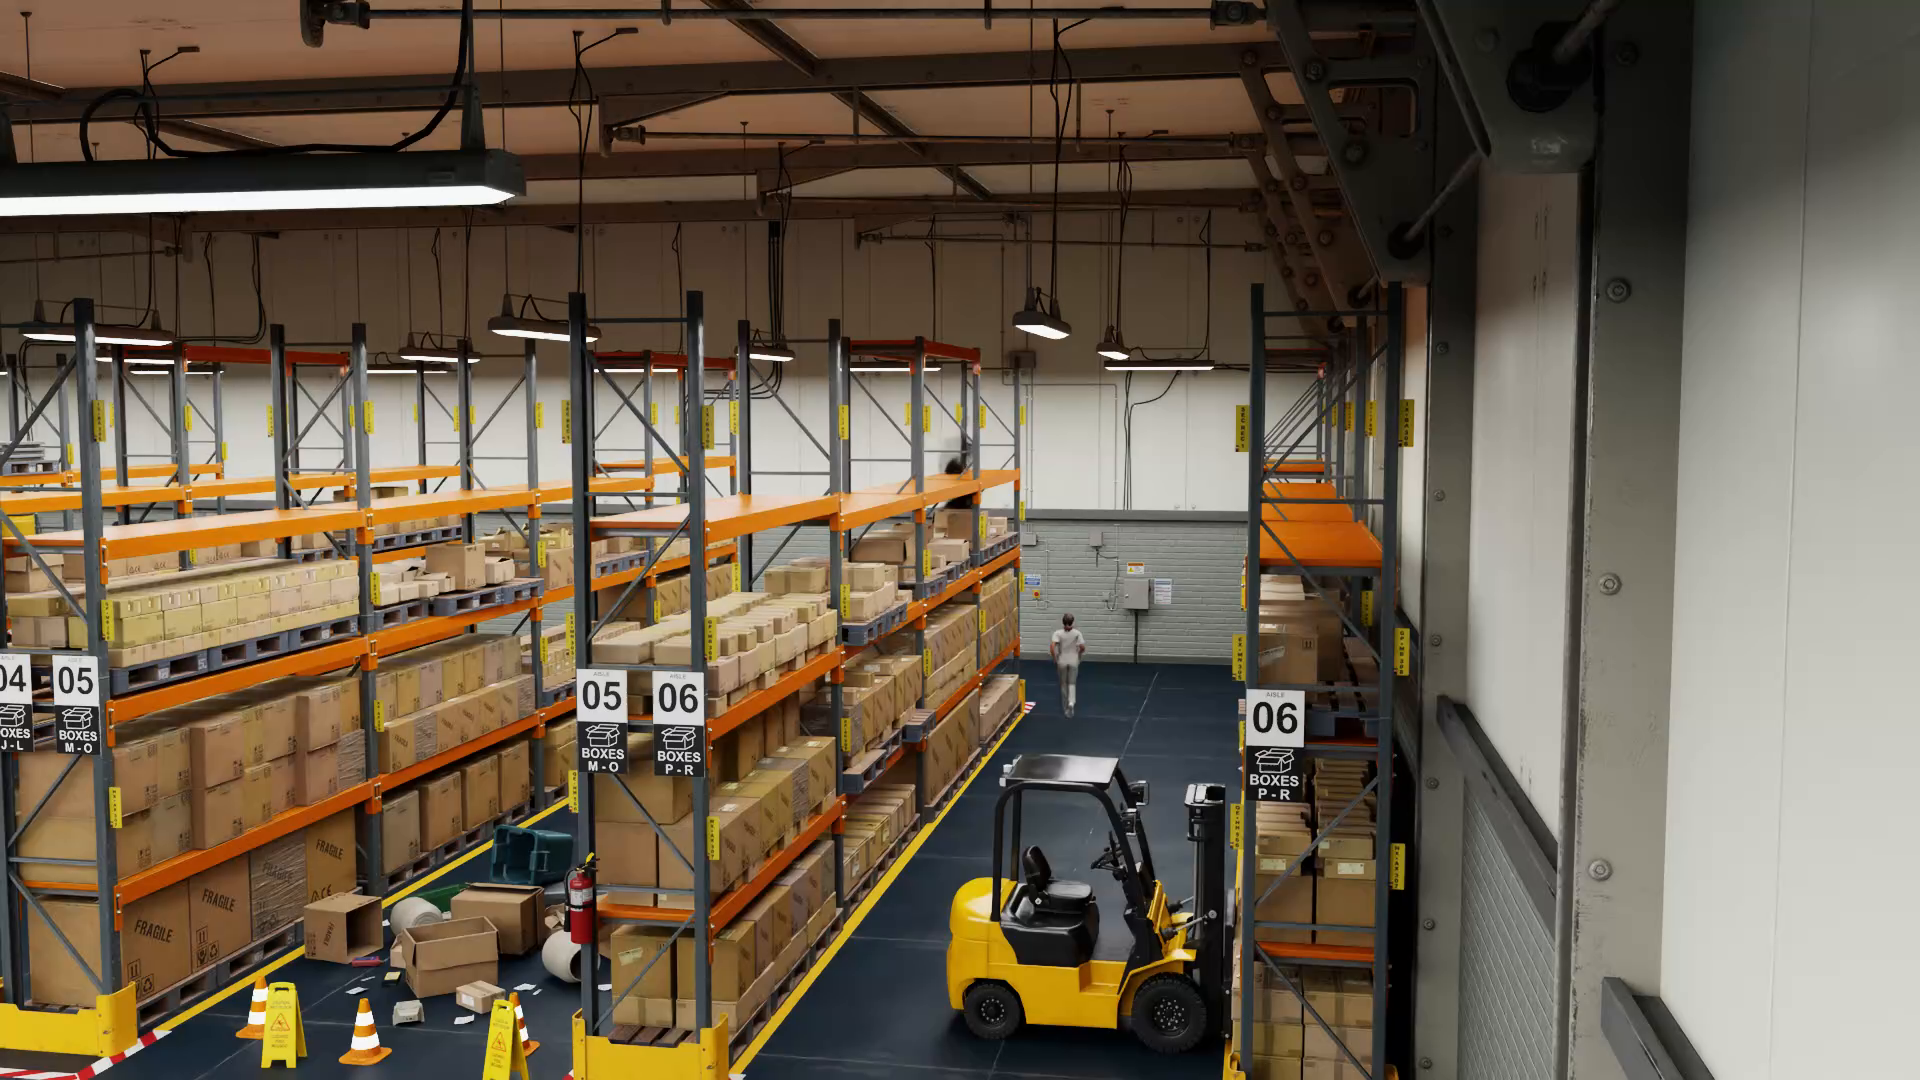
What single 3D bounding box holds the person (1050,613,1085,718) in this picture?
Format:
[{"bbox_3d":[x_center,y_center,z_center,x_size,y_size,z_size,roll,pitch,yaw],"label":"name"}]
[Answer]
[{"bbox_3d":[1.681,1.969,26.005,0.554,1.655,0.721,0,5,4],"label":"person"}]
